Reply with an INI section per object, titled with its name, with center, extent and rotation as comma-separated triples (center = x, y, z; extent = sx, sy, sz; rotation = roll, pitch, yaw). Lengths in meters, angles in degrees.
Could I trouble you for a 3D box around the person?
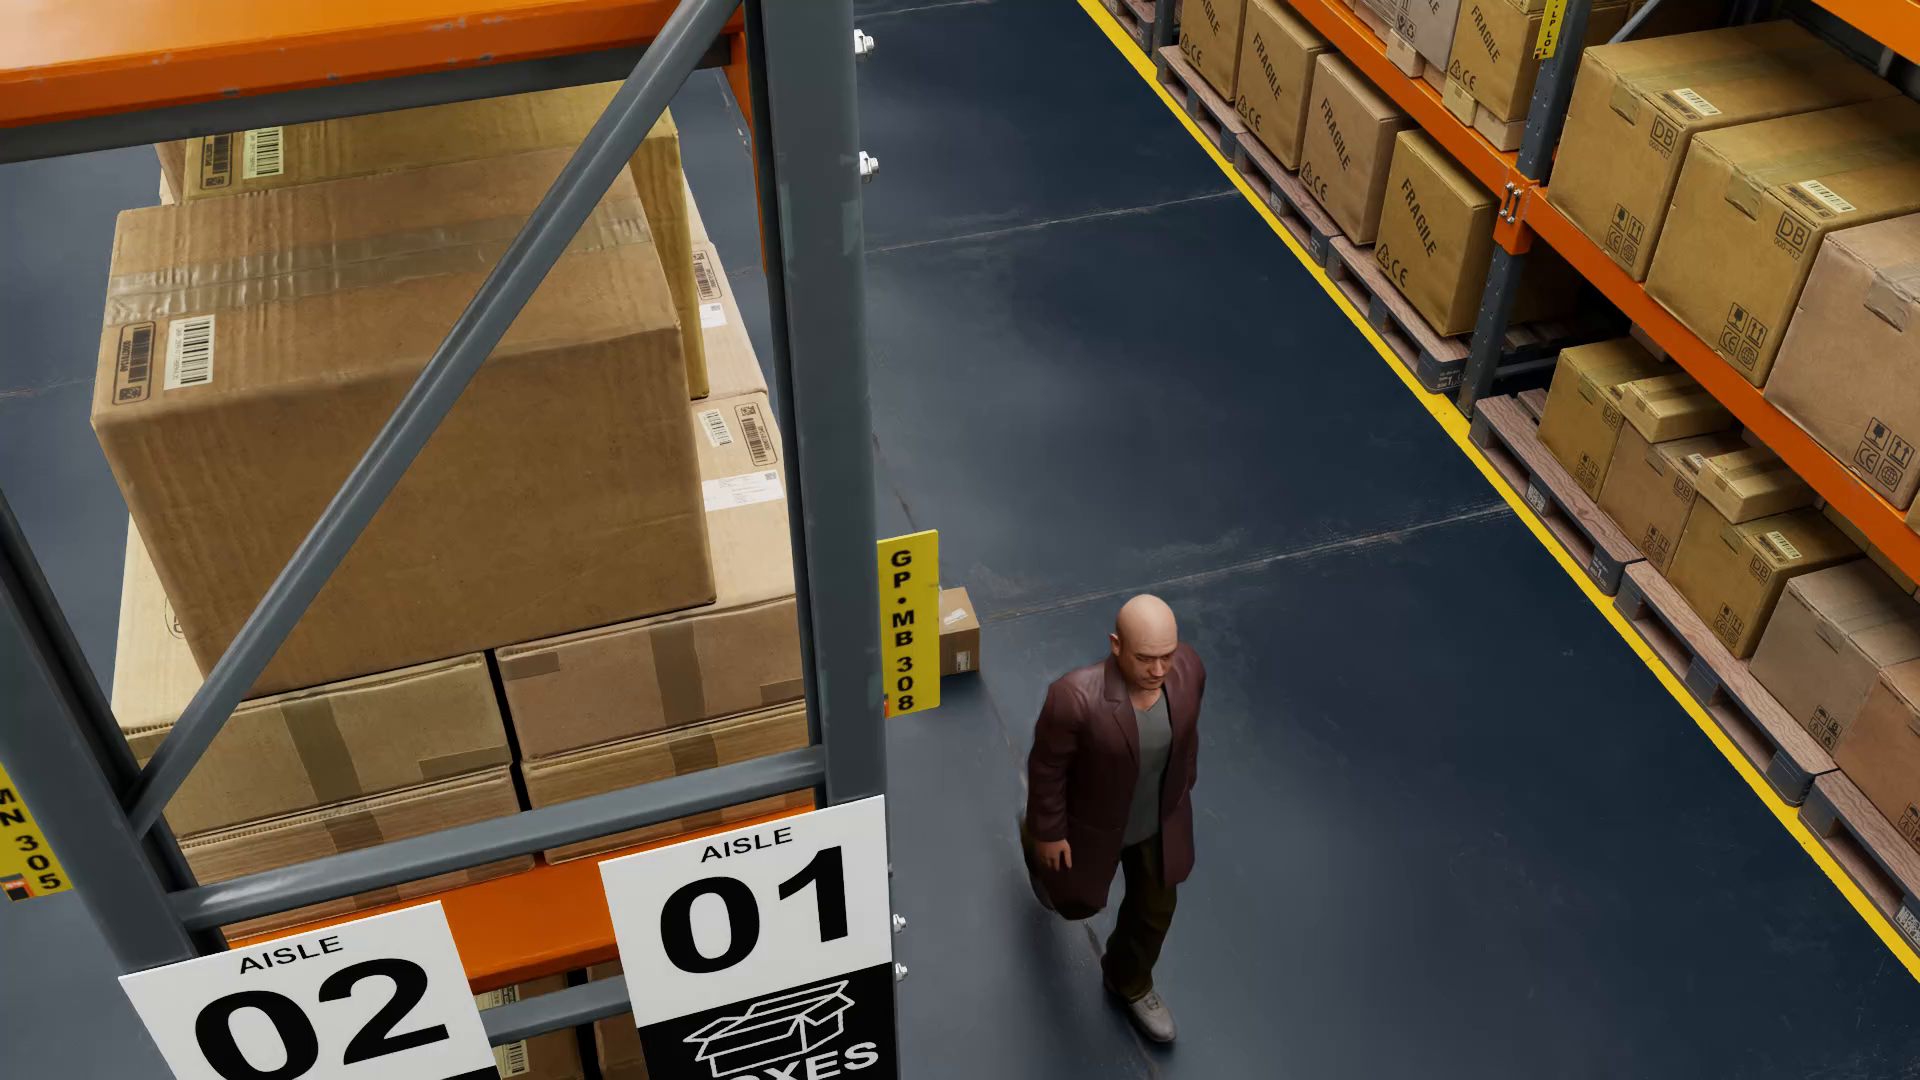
[person]
center = 0.460, 0.800, 5.250
extent = 0.597, 1.754, 0.866
rotation = -15, 44, -16
